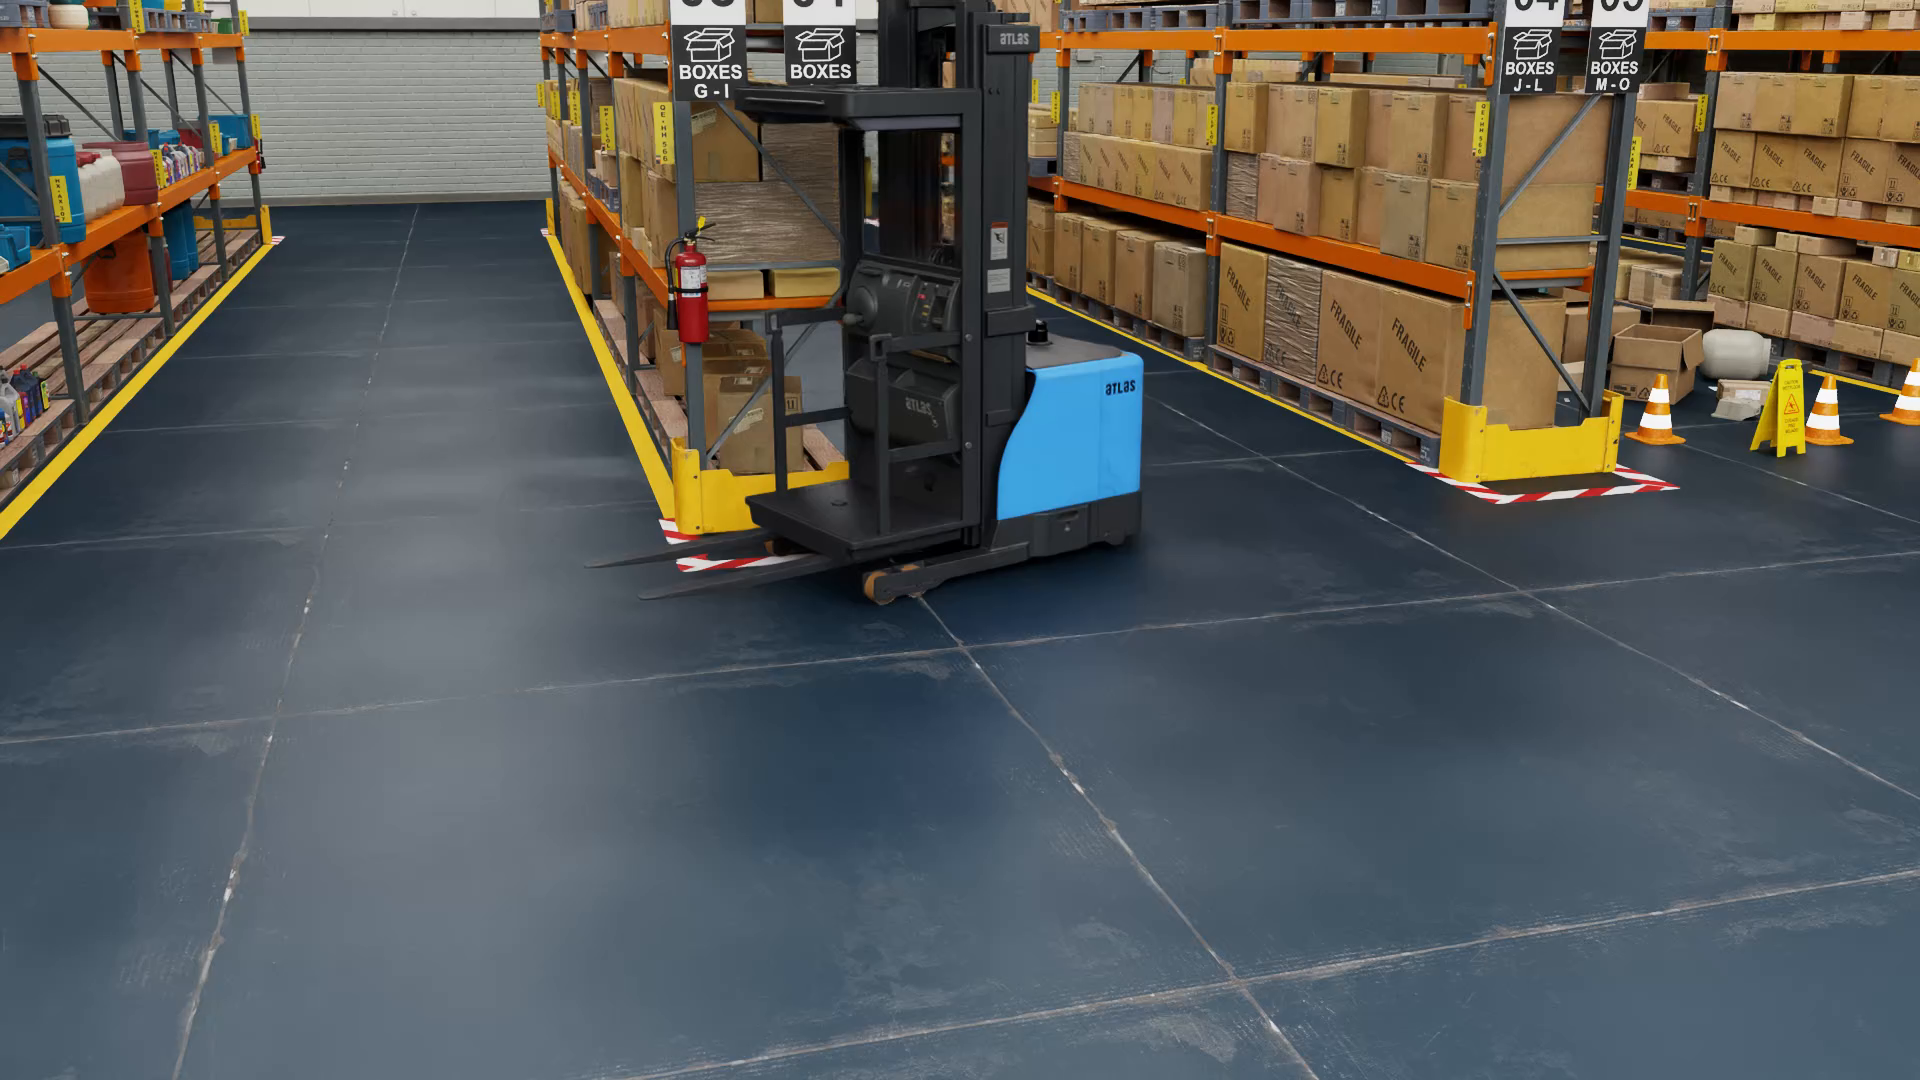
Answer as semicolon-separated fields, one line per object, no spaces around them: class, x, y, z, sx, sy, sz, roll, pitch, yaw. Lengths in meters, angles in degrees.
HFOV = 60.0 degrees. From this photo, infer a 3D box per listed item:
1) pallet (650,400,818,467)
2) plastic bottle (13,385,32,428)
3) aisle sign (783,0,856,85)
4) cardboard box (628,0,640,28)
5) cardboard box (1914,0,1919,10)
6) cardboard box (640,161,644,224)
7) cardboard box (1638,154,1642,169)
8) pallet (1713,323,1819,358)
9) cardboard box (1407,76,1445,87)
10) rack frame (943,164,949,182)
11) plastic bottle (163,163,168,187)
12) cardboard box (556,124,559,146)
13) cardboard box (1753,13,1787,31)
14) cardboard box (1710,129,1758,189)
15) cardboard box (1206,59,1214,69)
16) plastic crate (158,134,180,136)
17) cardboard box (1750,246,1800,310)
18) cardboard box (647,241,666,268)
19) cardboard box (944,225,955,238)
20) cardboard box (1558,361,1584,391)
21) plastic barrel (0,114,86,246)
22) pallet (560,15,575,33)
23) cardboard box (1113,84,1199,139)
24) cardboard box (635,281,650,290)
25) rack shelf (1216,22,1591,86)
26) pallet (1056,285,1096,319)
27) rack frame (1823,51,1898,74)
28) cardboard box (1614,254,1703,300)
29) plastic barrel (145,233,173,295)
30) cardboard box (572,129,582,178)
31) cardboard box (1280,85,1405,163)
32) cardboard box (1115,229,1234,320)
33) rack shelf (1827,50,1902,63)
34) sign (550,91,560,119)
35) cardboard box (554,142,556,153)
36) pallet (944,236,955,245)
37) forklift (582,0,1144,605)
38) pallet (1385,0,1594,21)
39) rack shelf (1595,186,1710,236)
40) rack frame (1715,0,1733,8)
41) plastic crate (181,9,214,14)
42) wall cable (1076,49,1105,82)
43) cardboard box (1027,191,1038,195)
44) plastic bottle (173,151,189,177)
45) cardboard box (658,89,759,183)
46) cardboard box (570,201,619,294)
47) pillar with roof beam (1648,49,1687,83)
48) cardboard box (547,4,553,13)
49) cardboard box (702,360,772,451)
pallet;-1.606;-0.784;11.696;1.003;0.211;1.213;-5;17;-15
plastic bottle;-6.334;-0.909;11.220;0.061;0.283;0.133;-4;17;-12
aisle sign;-0.758;-2.786;8.994;0.394;0.787;0.004;-5;17;-15
cardboard box;-1.857;-3.431;10.708;0.500;0.250;0.500;-5;17;-16
cardboard box;7.781;-4.228;12.842;0.500;0.250;0.500;-4;17;-14
cardboard box;-1.761;-2.430;11.638;0.875;0.500;0.500;-5;17;-15
cardboard box;6.798;-3.768;16.490;0.380;0.149;0.250;-5;17;-16
pallet;7.584;-1.906;15.430;1.003;0.211;1.213;-5;17;-15
cardboard box;5.724;-5.321;20.040;0.500;0.500;0.500;-4;17;-14
rack frame;-0.664;-6.324;25.292;1.000;3.000;0.127;-5;17;-15
plastic bottle;-8.066;-3.702;16.787;0.097;0.271;0.097;0;17;0
cardboard box;-4.880;-5.169;21.188;0.500;0.250;0.500;-4;17;-14
cardboard box;7.231;-4.558;14.634;0.380;0.149;0.250;-5;17;-15
cardboard box;7.218;-3.471;15.102;0.500;0.500;0.500;-5;17;-15
cardboard box;4.001;-7.313;25.544;0.380;0.149;0.250;-4;17;-14
plastic crate;-10.110;-5.058;21.265;0.416;0.233;0.300;-5;17;-15
cardboard box;7.426;-2.336;14.761;0.500;0.500;0.500;-4;17;-13
cardboard box;-1.854;-1.883;10.944;0.380;0.149;0.250;-5;17;-15
cardboard box;0.000;-4.135;22.230;0.380;0.149;0.250;-4;17;-15
cardboard box;4.877;-1.366;13.537;0.396;0.266;0.258;-2;17;-6
plastic barrel;-6.740;-2.620;12.089;0.600;0.901;0.708;-5;17;-15
pallet;-3.801;-5.576;17.916;1.003;0.211;1.213;-4;17;-13
cardboard box;1.932;-4.232;16.414;0.700;0.500;0.500;-5;17;-16
cardboard box;-2.424;-1.959;14.341;0.700;0.500;0.500;-5;17;-16
rack shelf;3.183;-3.544;12.072;1.077;0.370;4.000;-5;17;-15
pallet;1.679;-2.552;17.580;1.003;0.211;1.213;-5;17;-15
rack frame;11.038;-4.924;20.631;1.000;3.000;0.127;-5;17;-15
cardboard box;7.018;-2.710;17.099;0.950;0.372;0.625;-4;17;-12
plastic barrel;-8.486;-2.848;17.182;0.600;0.588;0.708;-5;17;-15
cardboard box;-3.913;-4.194;18.026;0.500;0.500;0.500;-5;18;-17
cardboard box;2.981;-3.186;12.707;0.875;0.550;0.550;-5;17;-15
cardboard box;2.115;-2.560;15.942;1.050;0.750;0.750;-5;17;-15
rack shelf;11.587;-5.463;18.461;1.077;0.370;4.000;-5;17;-15
sign;-4.895;-5.262;20.113;0.100;0.325;0.005;-5;17;-15
cardboard box;-5.114;-5.147;21.810;0.380;0.149;0.250;-5;17;-16
pallet;0.217;-4.065;22.619;1.003;0.211;1.213;-5;17;-15
forklift;-0.465;-1.250;8.518;3.031;2.935;1.130;-12;20;-35
pallet;3.519;-3.497;10.820;1.003;0.211;1.213;-5;17;-15
rack shelf;6.816;-3.633;17.583;1.077;0.370;4.000;-5;17;-15
rack frame;7.365;-6.297;14.775;1.000;3.000;0.127;-5;17;-15
plastic crate;-9.202;-6.201;19.896;0.497;0.269;0.590;-5;17;-15
wall cable;2.495;-8.803;31.723;0.585;1.953;0.123;-5;17;-15
cardboard box;0.669;-4.067;20.089;0.500;0.250;0.500;-4;17;-13
plastic bottle;-8.466;-4.079;18.032;0.152;0.276;0.135;-5;17;-15
cardboard box;-1.453;-2.336;9.586;0.500;0.500;0.500;-5;17;-15
cardboard box;-3.432;-3.123;17.599;1.225;0.875;0.875;-6;18;-18
pillar with roof beam;6.474;-8.827;23.197;9.100;9.000;0.400;-5;17;-15
cardboard box;-5.228;-7.389;22.544;0.700;0.500;0.500;-5;18;-17
cardboard box;-1.417;-0.875;10.766;0.500;0.500;0.500;0;17;-1
